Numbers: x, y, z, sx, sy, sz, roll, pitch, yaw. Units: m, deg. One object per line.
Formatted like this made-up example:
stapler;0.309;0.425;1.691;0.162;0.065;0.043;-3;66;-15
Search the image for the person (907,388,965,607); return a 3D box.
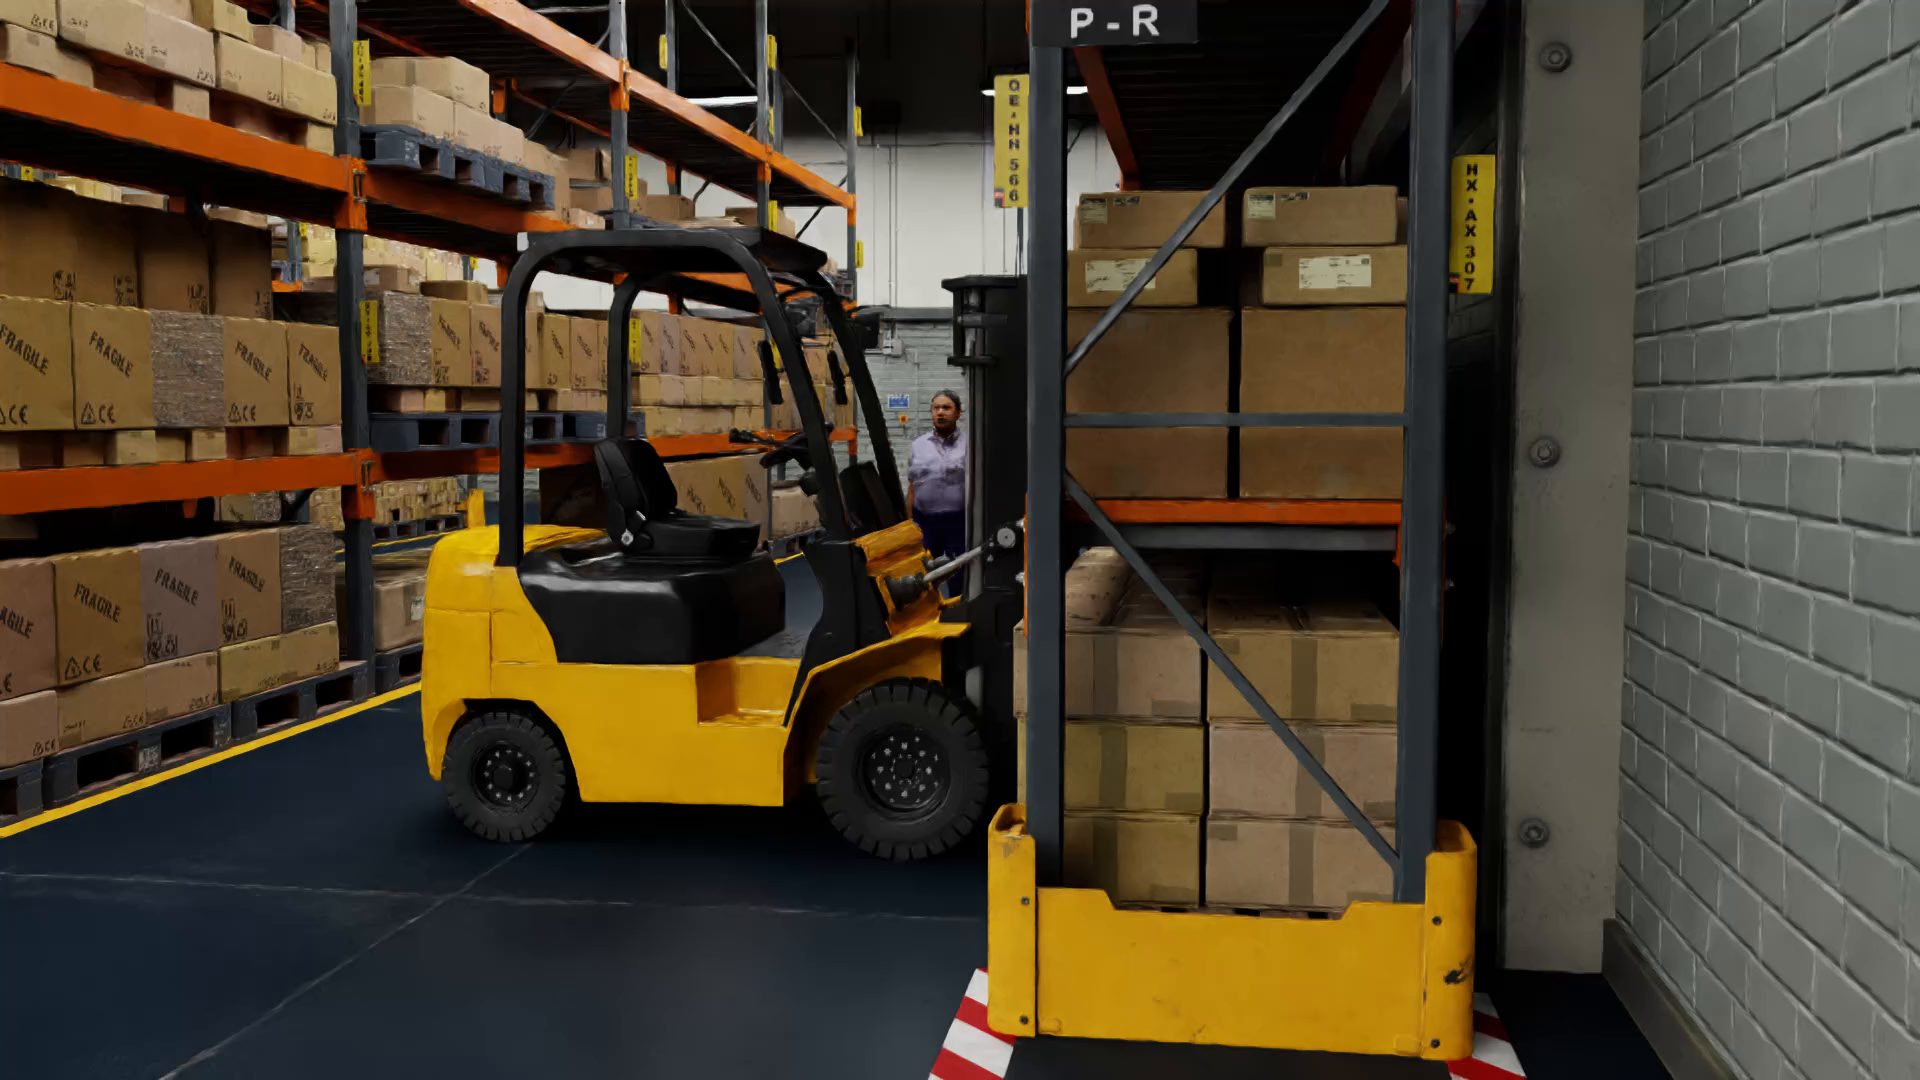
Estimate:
person;-0.099;-0.015;9.176;0.483;1.633;0.694;1;5;10
